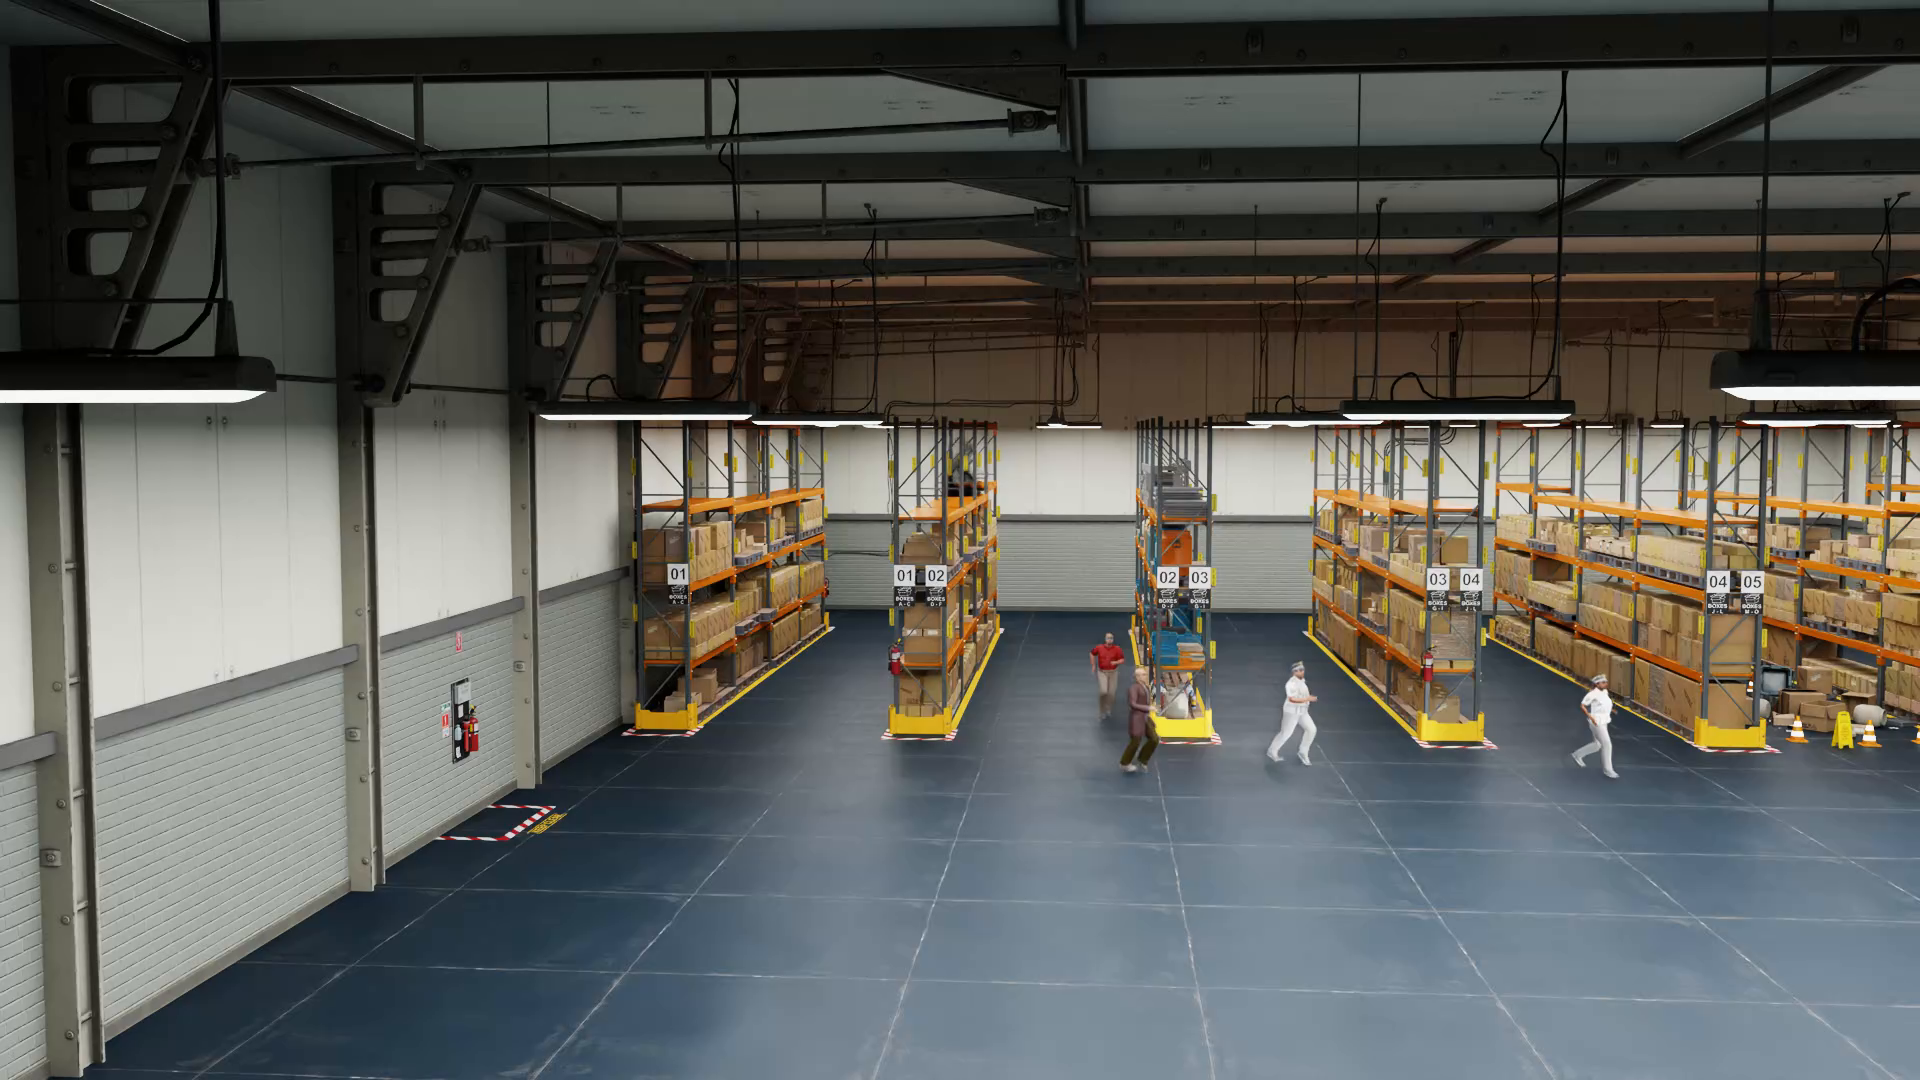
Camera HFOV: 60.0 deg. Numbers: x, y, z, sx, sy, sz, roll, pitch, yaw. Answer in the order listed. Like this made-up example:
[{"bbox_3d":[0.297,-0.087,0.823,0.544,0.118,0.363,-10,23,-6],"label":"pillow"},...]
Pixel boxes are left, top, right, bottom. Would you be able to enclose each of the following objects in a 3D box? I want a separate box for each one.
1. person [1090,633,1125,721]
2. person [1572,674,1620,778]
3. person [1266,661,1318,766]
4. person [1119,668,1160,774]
[{"bbox_3d":[2.939,2.717,33.000,0.646,1.756,0.686,0,4,-4],"label":"person"},{"bbox_3d":[10.643,3.069,27.774,0.570,1.711,0.849,-4,5,-43],"label":"person"},{"bbox_3d":[5.755,2.980,28.567,0.911,1.832,0.673,3,5,40],"label":"person"},{"bbox_3d":[3.037,3.043,27.766,0.766,1.831,0.740,3,5,34],"label":"person"}]
